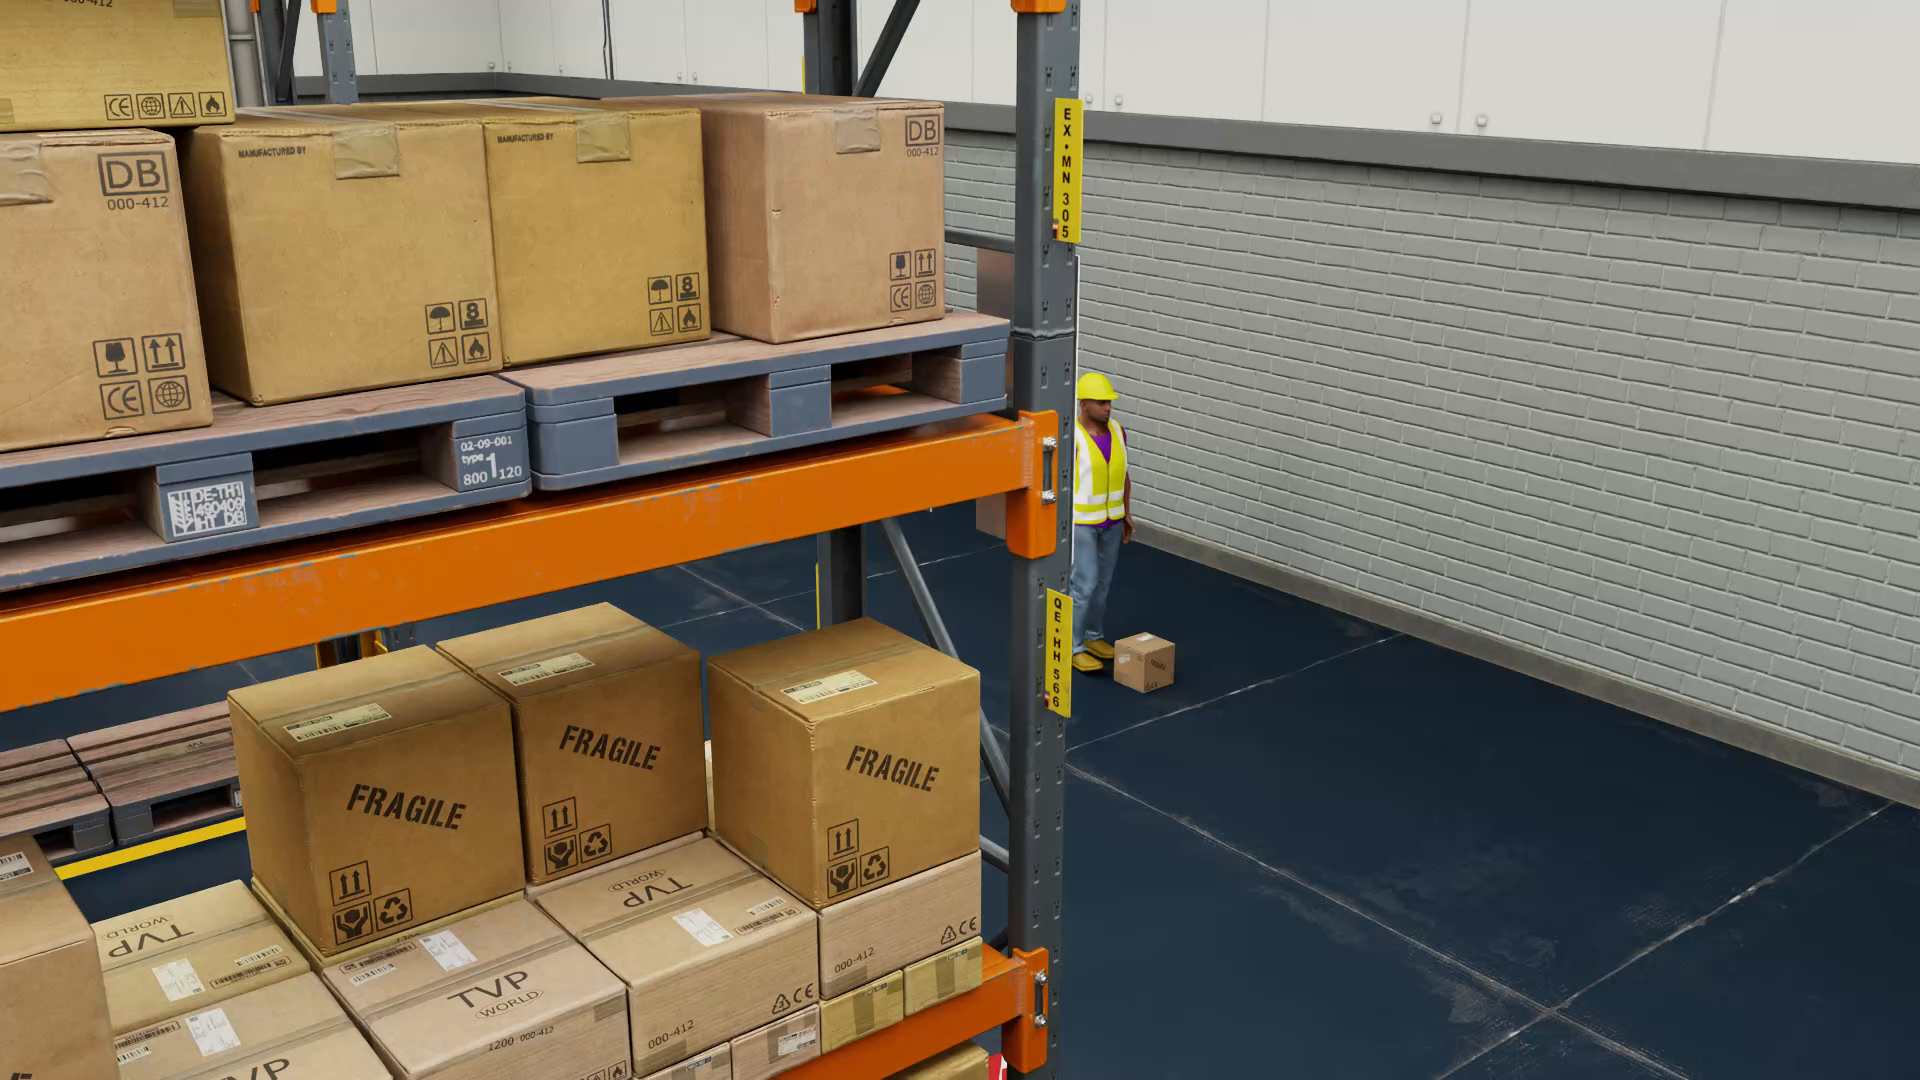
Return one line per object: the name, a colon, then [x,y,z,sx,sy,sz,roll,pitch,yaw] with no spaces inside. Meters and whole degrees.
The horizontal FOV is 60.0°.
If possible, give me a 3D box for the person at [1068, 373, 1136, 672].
person: [0.818,-0.105,9.855,0.566,1.769,0.448,-13,22,-35]
